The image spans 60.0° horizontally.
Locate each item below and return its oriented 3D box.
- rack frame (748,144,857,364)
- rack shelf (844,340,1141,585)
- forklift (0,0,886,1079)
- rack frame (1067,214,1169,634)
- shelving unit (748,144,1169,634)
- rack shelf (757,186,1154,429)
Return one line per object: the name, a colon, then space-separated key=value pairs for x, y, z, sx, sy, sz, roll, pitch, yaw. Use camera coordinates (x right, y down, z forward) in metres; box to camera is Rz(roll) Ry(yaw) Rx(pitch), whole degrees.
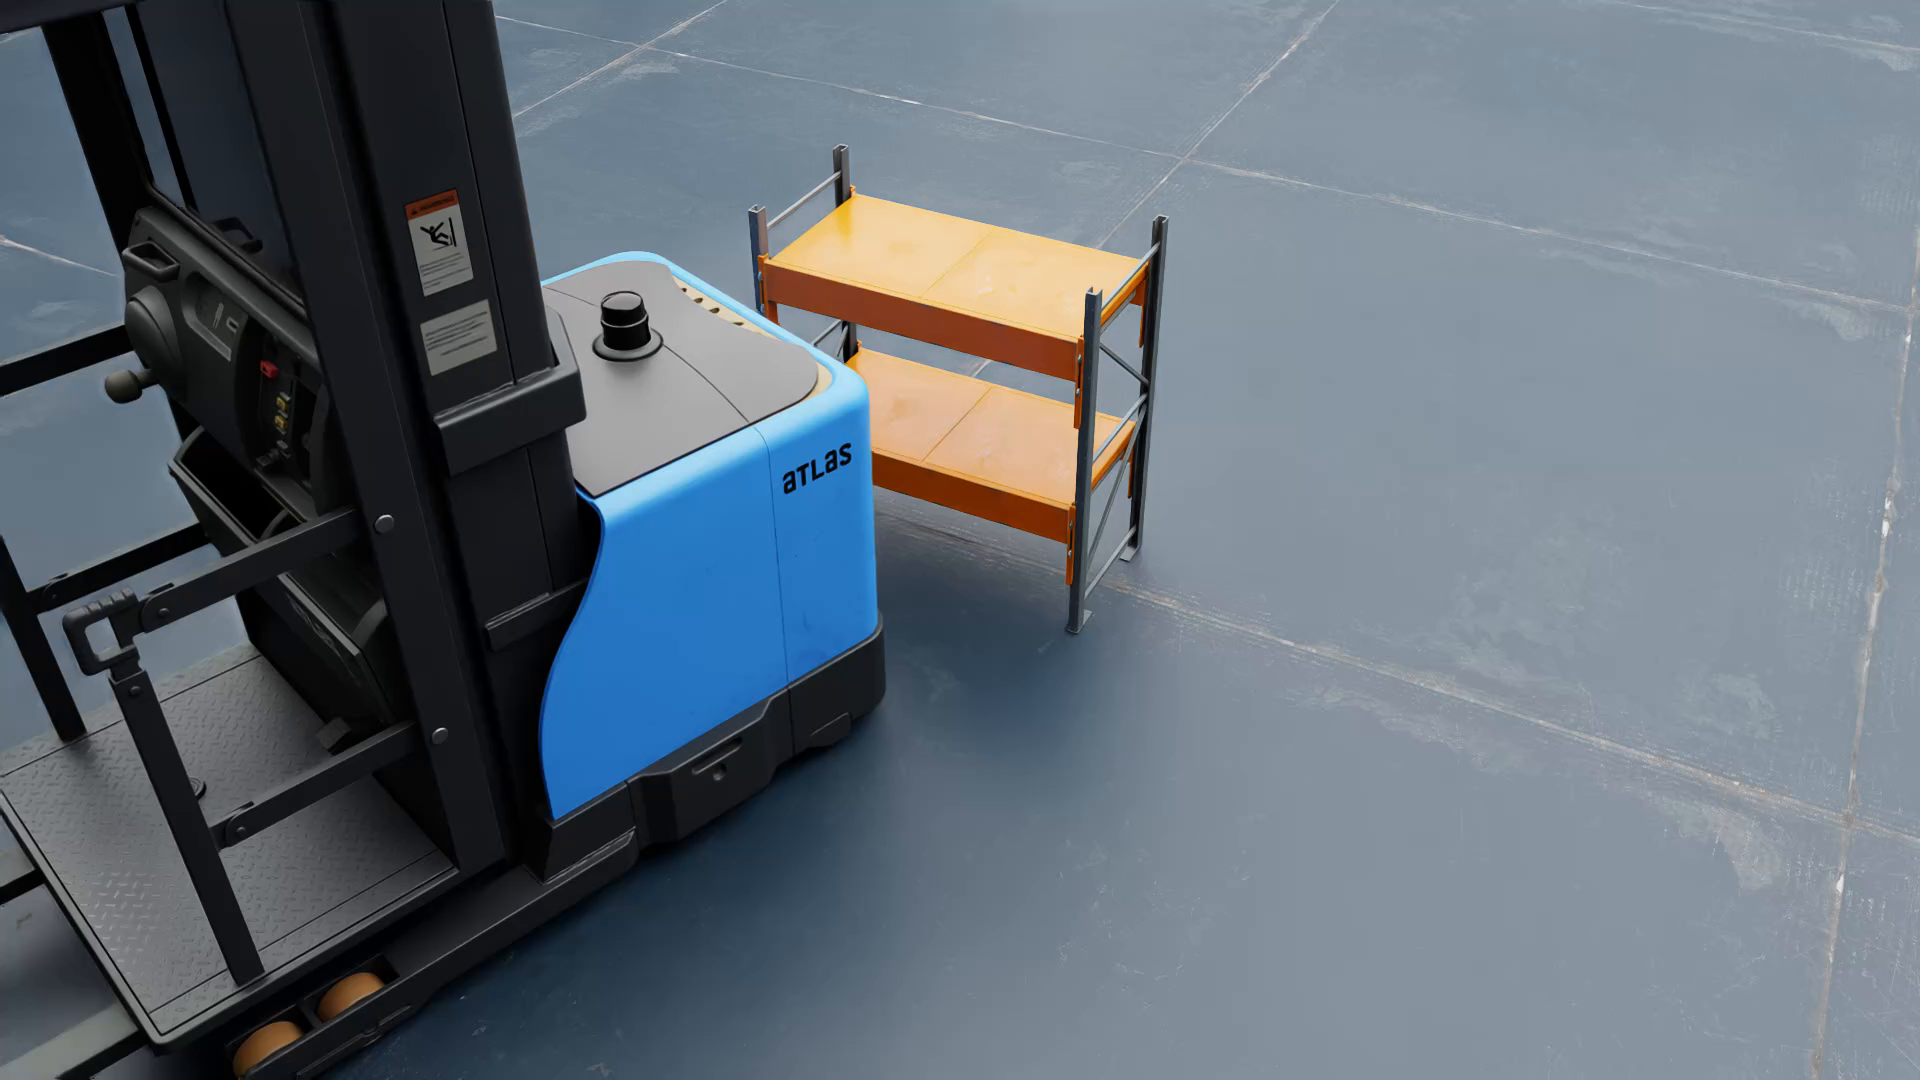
rack frame: x=-0.457 y=-0.591 z=5.099 sx=0.032 sy=1.125 sz=0.500 roll=17 pitch=41 yaw=21
rack shelf: x=-0.006 y=-0.255 z=5.060 sx=1.000 sy=0.278 sz=0.538 roll=17 pitch=41 yaw=21
forklift: x=-1.625 y=-0.303 z=3.226 sx=3.031 sy=2.935 sz=1.130 roll=-29 pitch=46 yaw=-33
rack frame: x=0.445 y=-0.309 z=4.726 sx=0.032 sy=1.125 sz=0.500 roll=17 pitch=41 yaw=21
shelving unit: x=-0.006 y=-0.450 z=4.912 sx=1.048 sy=1.125 sz=0.538 roll=17 pitch=41 yaw=21
rack shelf: x=-0.006 y=-0.683 z=4.735 sx=1.000 sy=0.278 sz=0.538 roll=17 pitch=41 yaw=21
